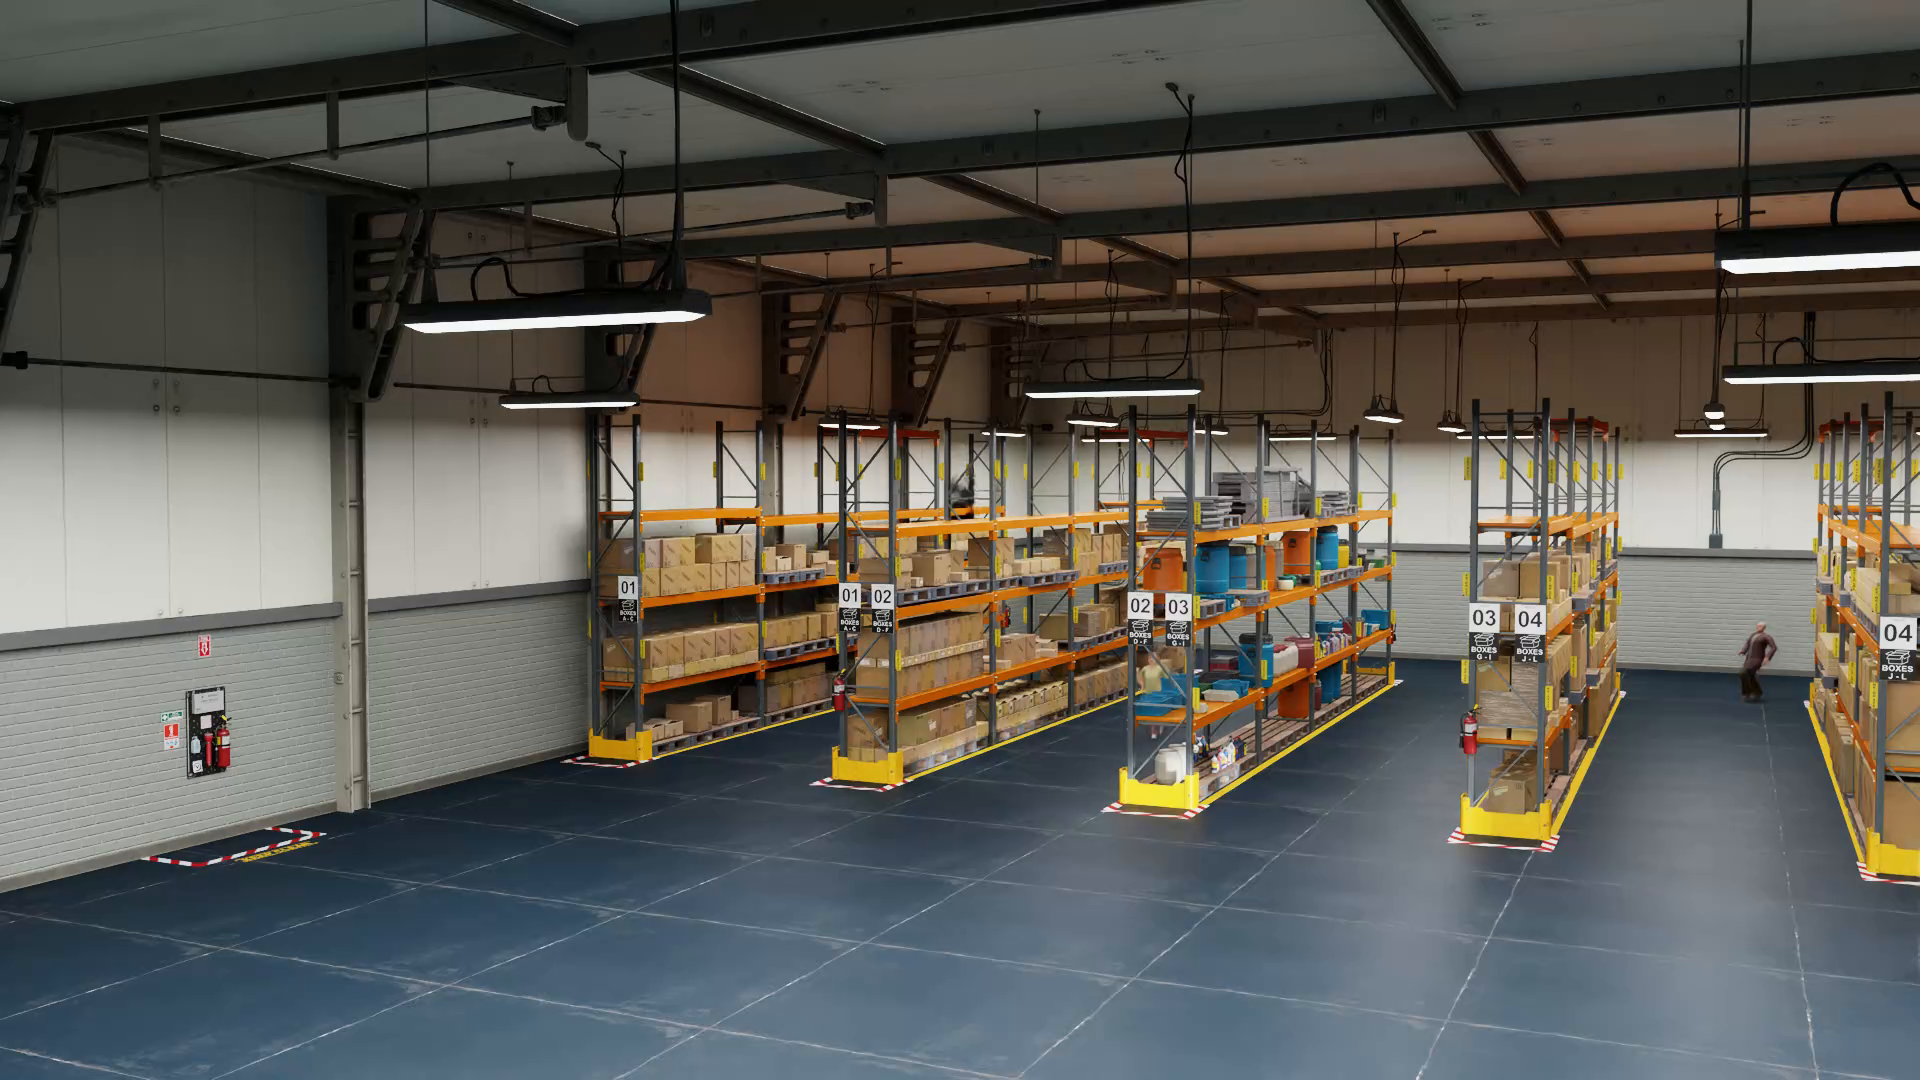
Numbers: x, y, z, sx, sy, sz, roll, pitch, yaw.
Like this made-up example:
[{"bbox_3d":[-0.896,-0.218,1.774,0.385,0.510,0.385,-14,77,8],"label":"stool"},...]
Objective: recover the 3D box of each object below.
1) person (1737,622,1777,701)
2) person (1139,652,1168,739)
[{"bbox_3d":[17.331,2.663,36.289,0.665,1.781,0.762,0,2,-3],"label":"person"},{"bbox_3d":[3.608,2.906,31.088,0.558,1.624,0.533,1,2,18],"label":"person"}]
